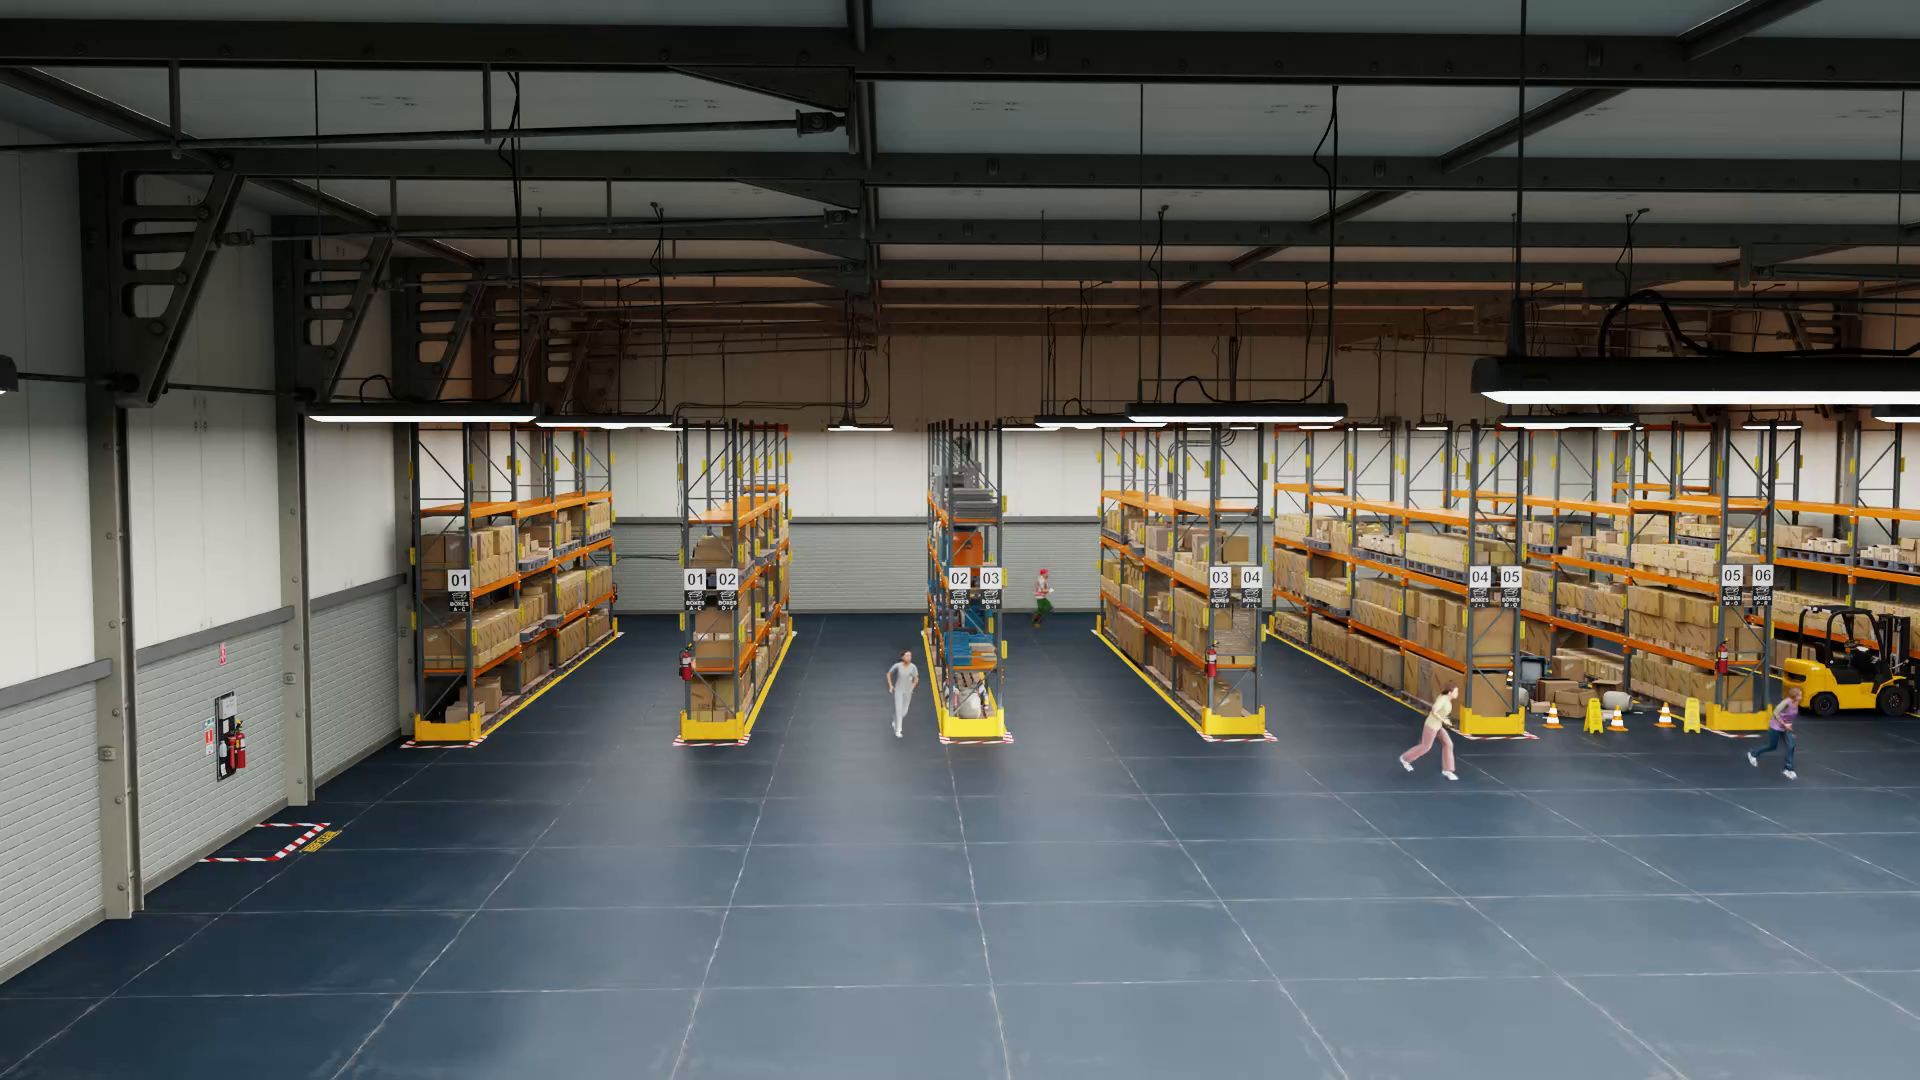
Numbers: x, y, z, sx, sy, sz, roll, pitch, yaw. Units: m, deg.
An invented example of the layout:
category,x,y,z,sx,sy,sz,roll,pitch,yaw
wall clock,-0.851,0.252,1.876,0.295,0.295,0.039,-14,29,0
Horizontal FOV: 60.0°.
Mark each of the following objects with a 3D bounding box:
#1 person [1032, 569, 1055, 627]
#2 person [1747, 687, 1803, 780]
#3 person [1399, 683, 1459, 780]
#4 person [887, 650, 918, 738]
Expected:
category,x,y,z,sx,sy,sz,roll,pitch,yaw
person,2.466,1.705,49.086,0.704,1.727,0.708,0,4,7
person,13.665,3.194,27.881,0.571,1.547,0.915,-3,5,-36
person,7.835,3.168,27.732,1.004,1.625,0.614,2,4,27
person,-1.085,2.894,31.628,0.605,1.640,0.765,-1,4,-14
